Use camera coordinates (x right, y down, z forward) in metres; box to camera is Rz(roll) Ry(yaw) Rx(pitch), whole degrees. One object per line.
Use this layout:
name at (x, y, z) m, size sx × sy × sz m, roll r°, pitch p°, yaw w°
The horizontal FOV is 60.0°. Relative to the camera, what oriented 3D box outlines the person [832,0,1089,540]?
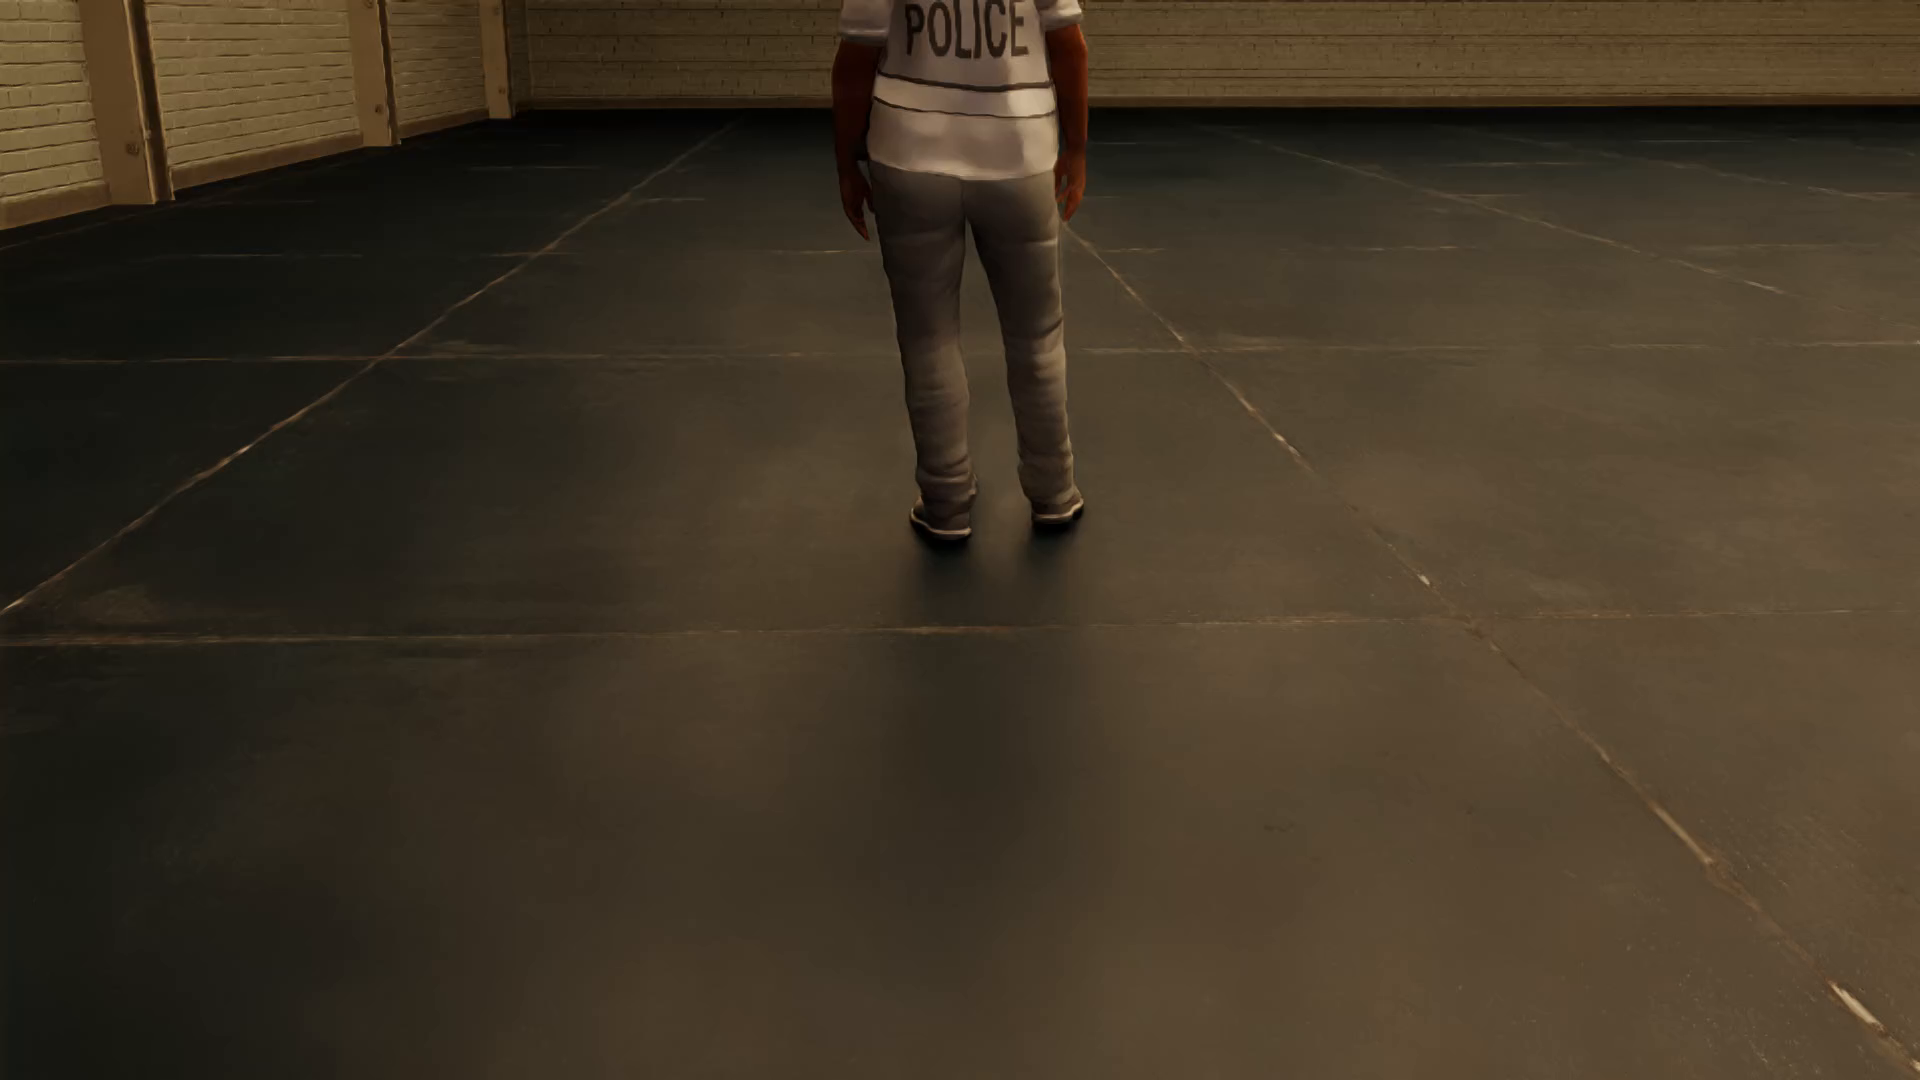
person at (0.019, -0.827, 3.746) m, size 0.598 × 1.669 × 0.529 m, roll -1°, pitch 17°, yaw -3°
